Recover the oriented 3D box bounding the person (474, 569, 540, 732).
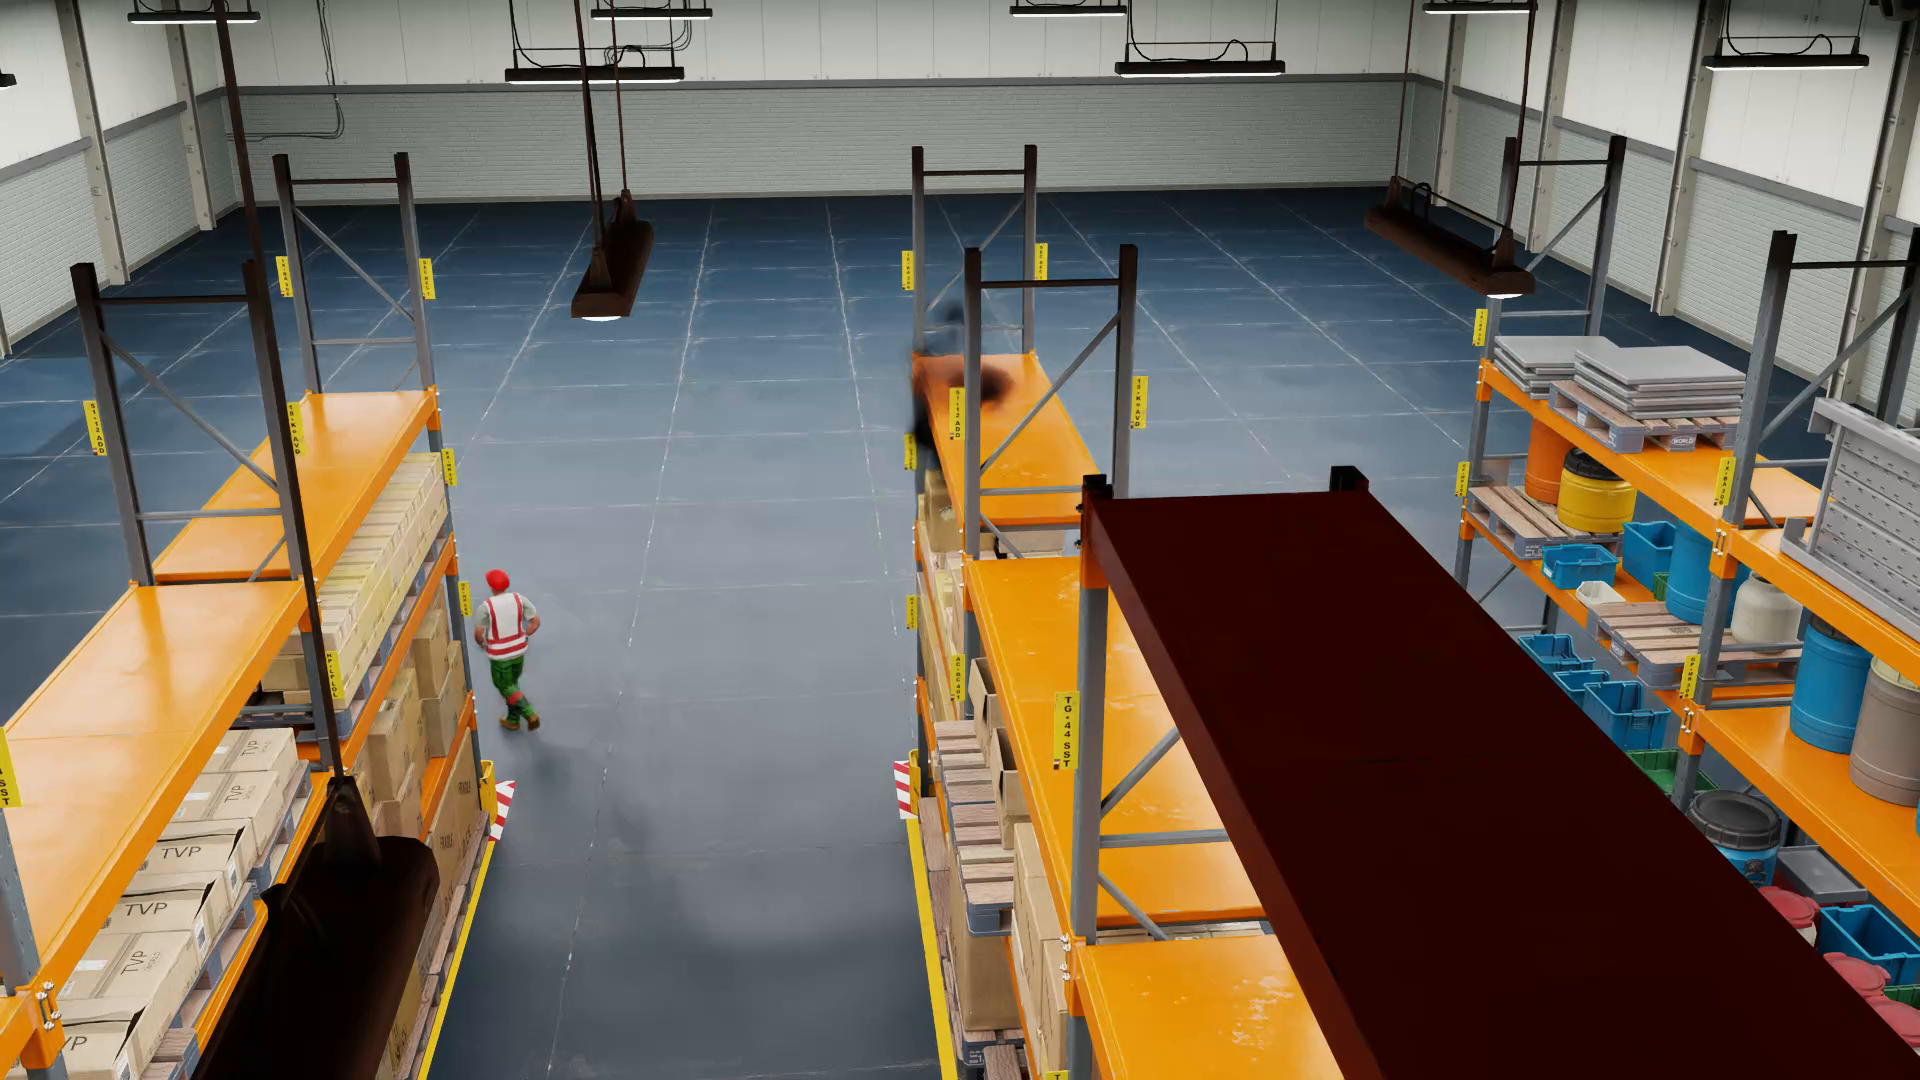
[{"bbox_3d":[-4.430,1.142,16.339,0.659,1.777,0.829,-18,28,-38],"label":"person"}]
